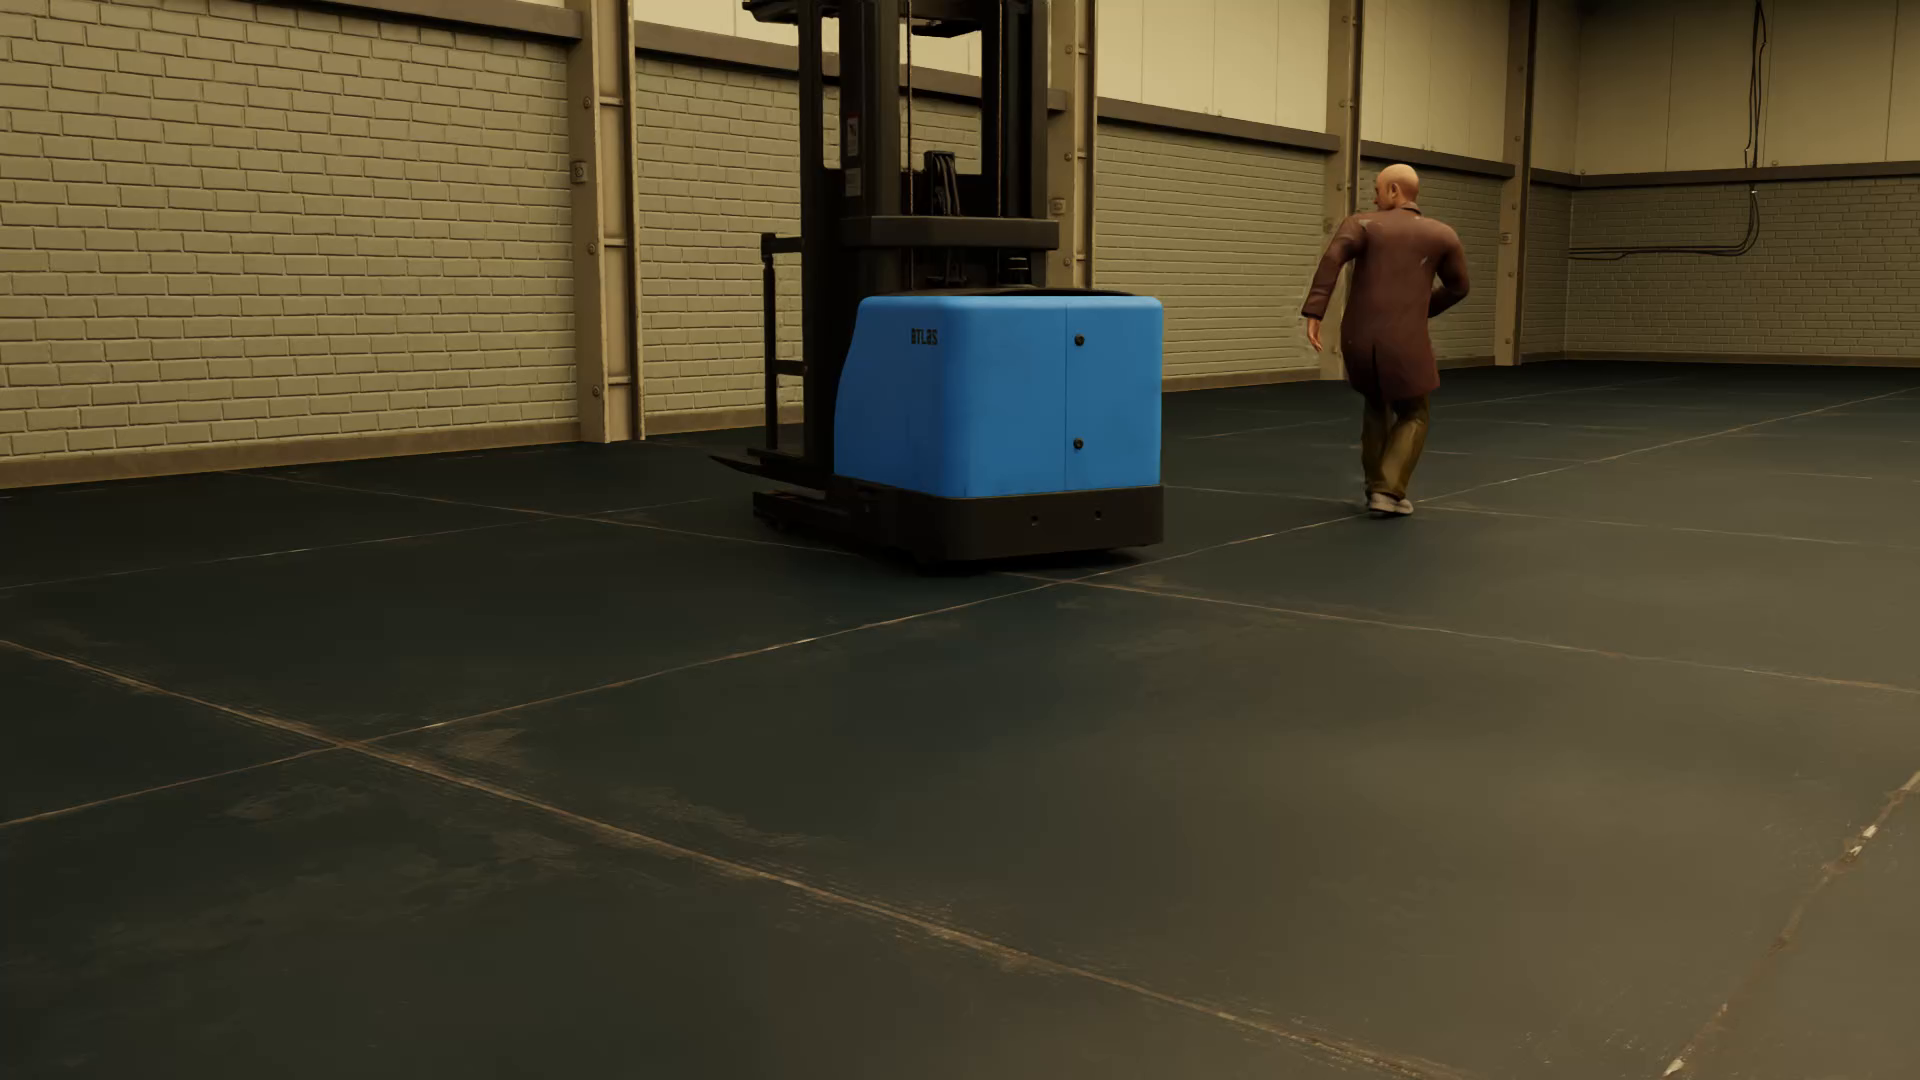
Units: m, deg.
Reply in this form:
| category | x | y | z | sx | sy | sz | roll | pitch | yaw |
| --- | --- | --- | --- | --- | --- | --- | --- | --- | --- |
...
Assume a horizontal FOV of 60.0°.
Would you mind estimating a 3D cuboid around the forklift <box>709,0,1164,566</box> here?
| category | x | y | z | sx | sy | sz | roll | pitch | yaw |
| --- | --- | --- | --- | --- | --- | --- | --- | --- | --- |
| forklift | -0.325 | -1.522 | 7.686 | 1.130 | 2.935 | 3.031 | -5 | 10 | -29 |

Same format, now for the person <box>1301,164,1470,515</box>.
| category | x | y | z | sx | sy | sz | roll | pitch | yaw |
| --- | --- | --- | --- | --- | --- | --- | --- | --- | --- |
| person | 2.111 | -0.947 | 8.207 | 0.689 | 1.784 | 0.825 | 4 | 9 | 28 |
